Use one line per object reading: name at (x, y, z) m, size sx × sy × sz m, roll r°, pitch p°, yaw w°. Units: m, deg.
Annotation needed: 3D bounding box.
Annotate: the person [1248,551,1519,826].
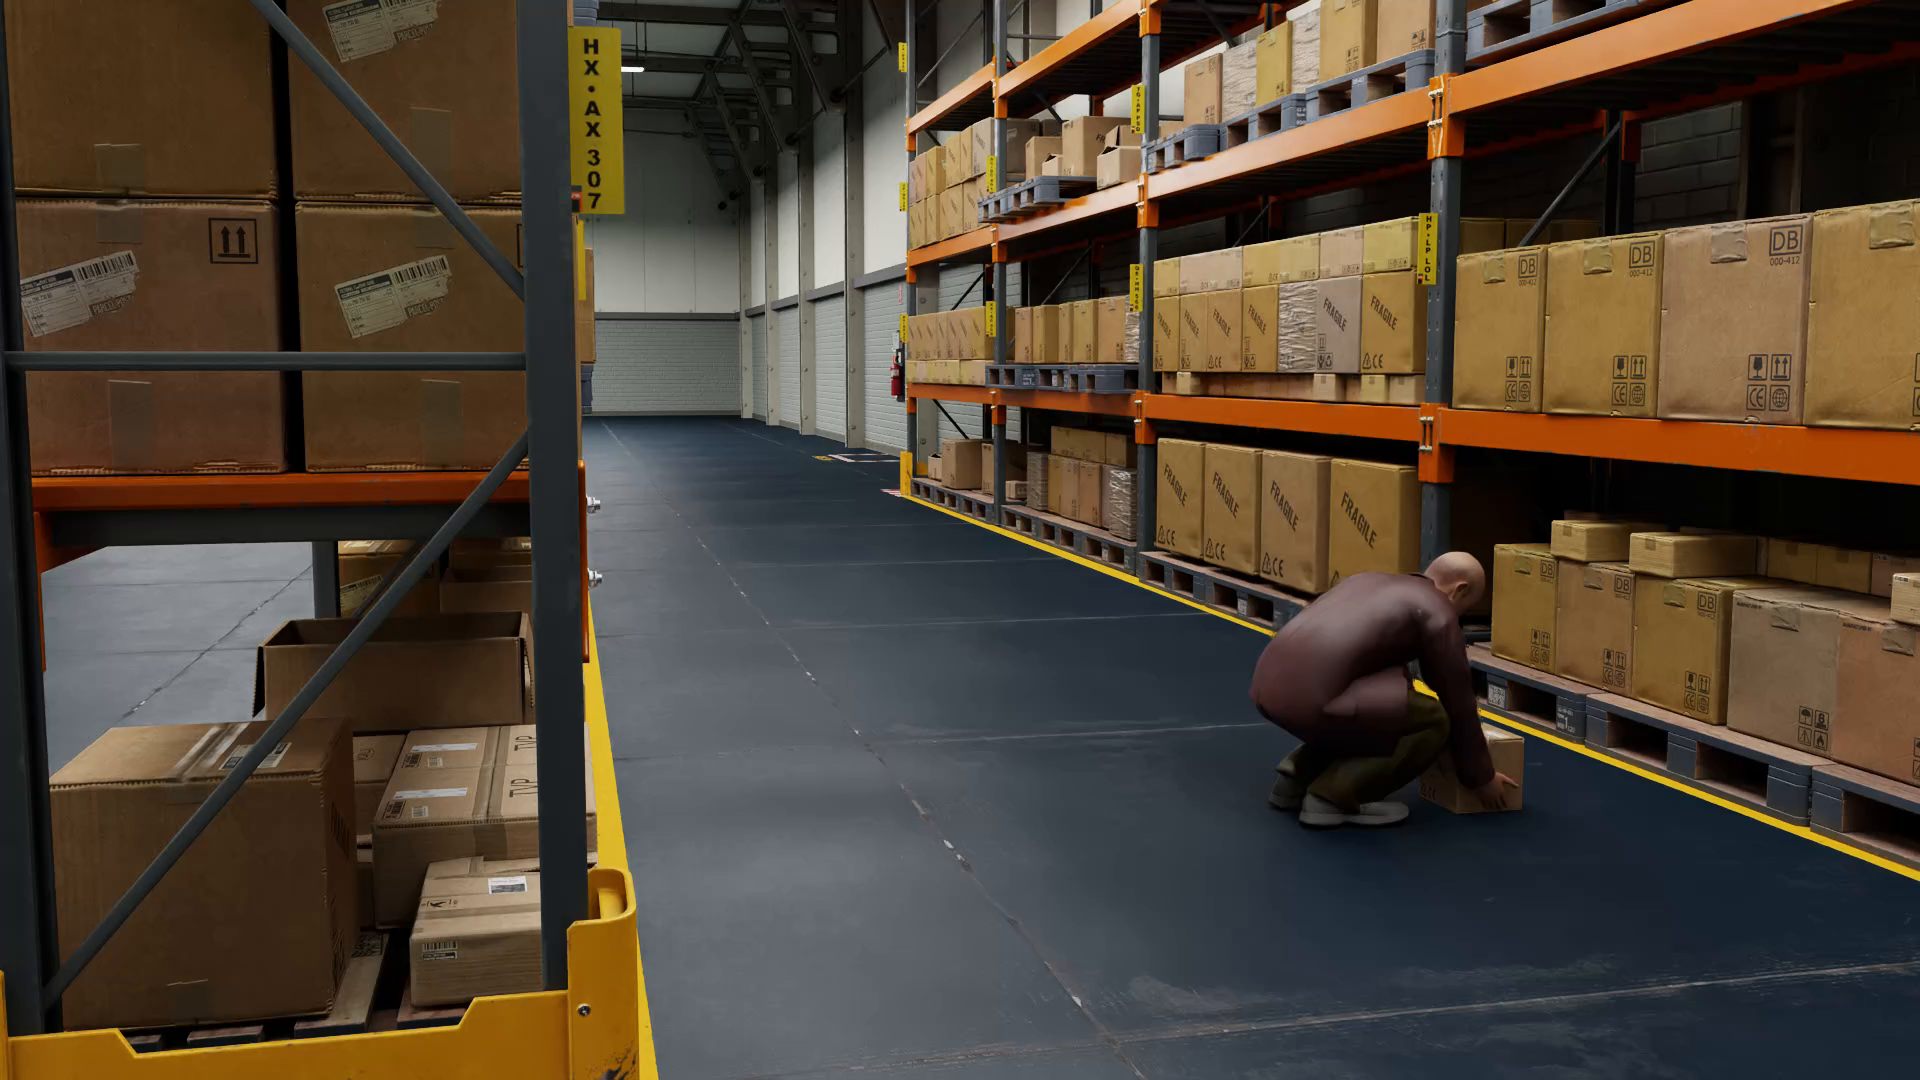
person at (1.408, 0.526, 5.605) m, size 0.903 × 0.822 × 0.599 m, roll -1°, pitch 6°, yaw -14°
